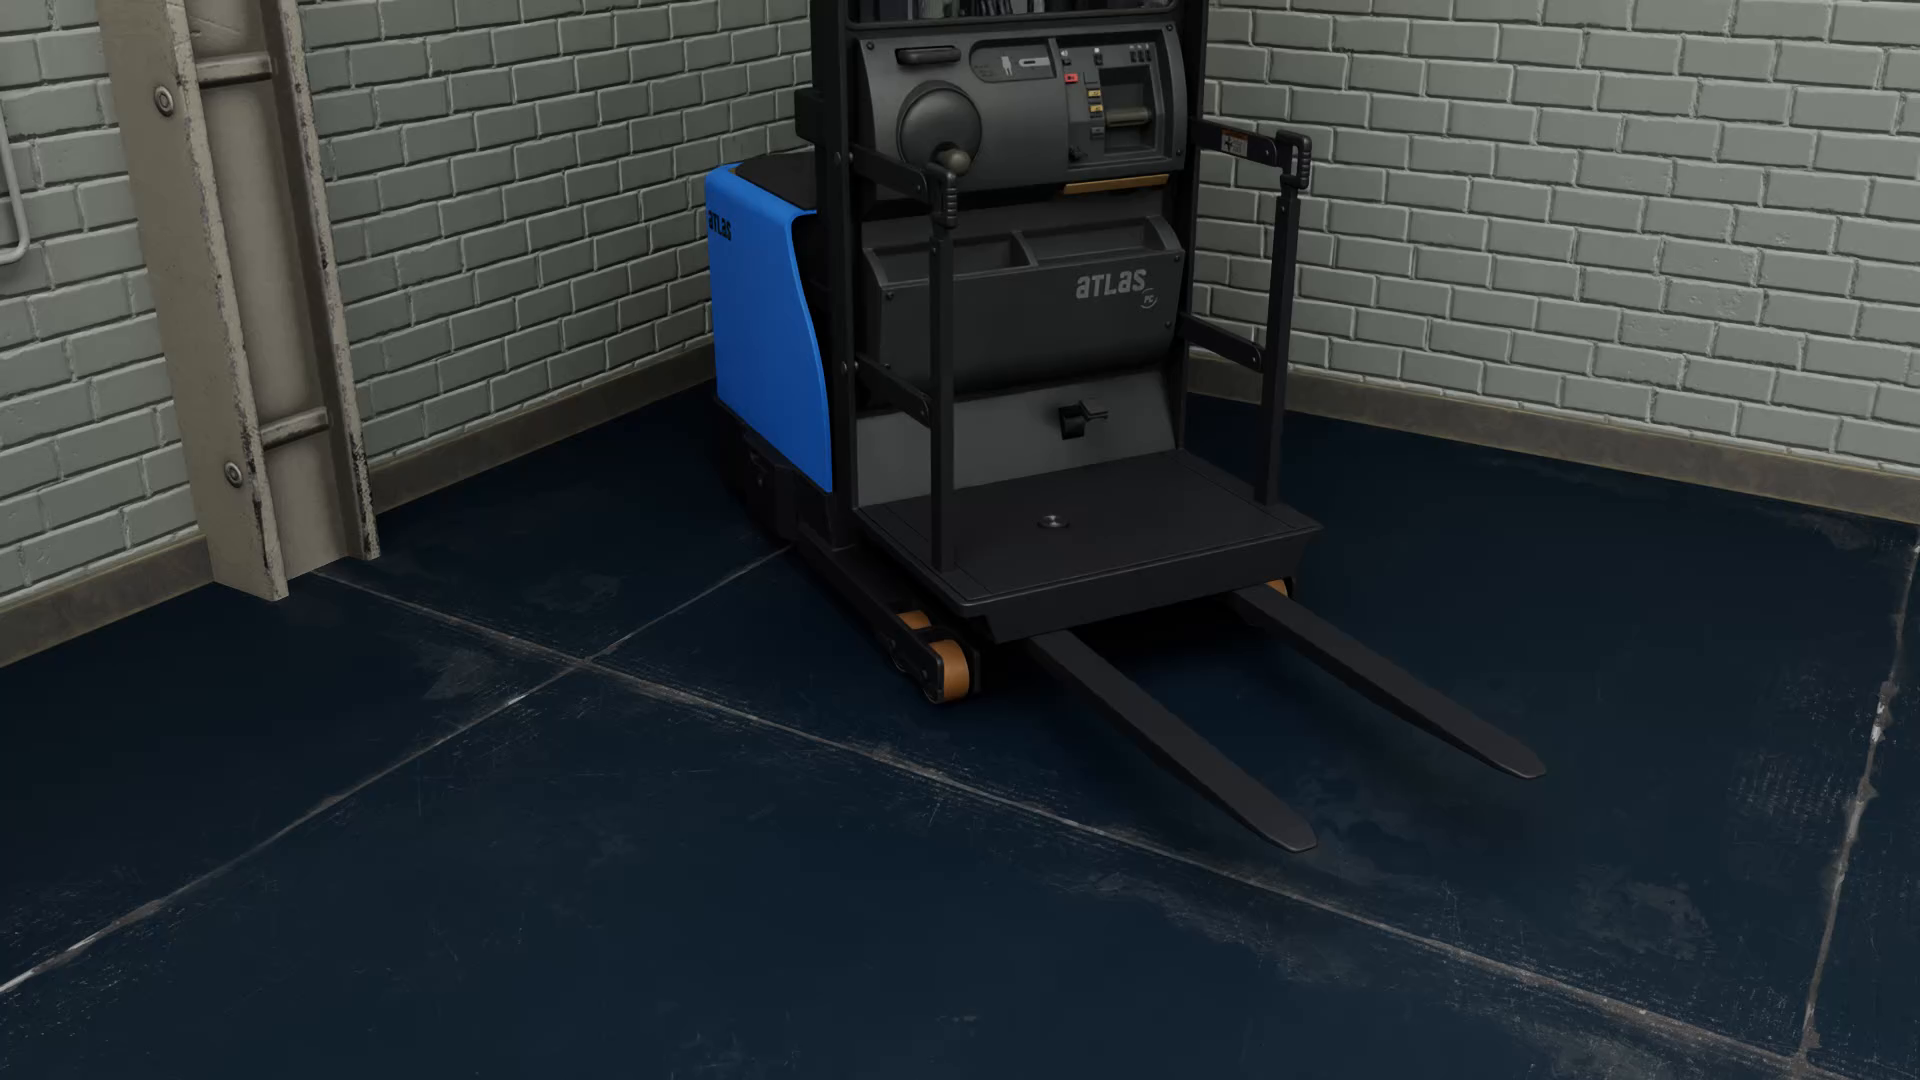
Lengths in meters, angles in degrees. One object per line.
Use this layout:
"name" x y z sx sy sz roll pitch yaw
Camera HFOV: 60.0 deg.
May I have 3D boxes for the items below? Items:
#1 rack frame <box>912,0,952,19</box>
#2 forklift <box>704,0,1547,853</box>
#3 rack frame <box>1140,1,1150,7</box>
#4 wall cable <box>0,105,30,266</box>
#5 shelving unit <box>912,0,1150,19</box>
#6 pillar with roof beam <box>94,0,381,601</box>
"rack frame" -0.114 -1.204 6.105 0.023 1.500 0.400 -6 24 -17
"forklift" 0.279 -1.124 4.157 1.130 2.935 3.031 -11 26 -24
"rack frame" 0.582 -1.281 6.319 0.023 1.500 0.400 -6 24 -17
"wall cable" -2.839 -1.301 3.200 0.084 1.984 1.851 14 27 29
"shelving unit" 0.234 -1.242 6.212 0.755 1.500 0.431 -6 24 -17
"pillar with roof beam" 1.636 -3.147 1.193 9.100 9.000 0.400 14 27 29
